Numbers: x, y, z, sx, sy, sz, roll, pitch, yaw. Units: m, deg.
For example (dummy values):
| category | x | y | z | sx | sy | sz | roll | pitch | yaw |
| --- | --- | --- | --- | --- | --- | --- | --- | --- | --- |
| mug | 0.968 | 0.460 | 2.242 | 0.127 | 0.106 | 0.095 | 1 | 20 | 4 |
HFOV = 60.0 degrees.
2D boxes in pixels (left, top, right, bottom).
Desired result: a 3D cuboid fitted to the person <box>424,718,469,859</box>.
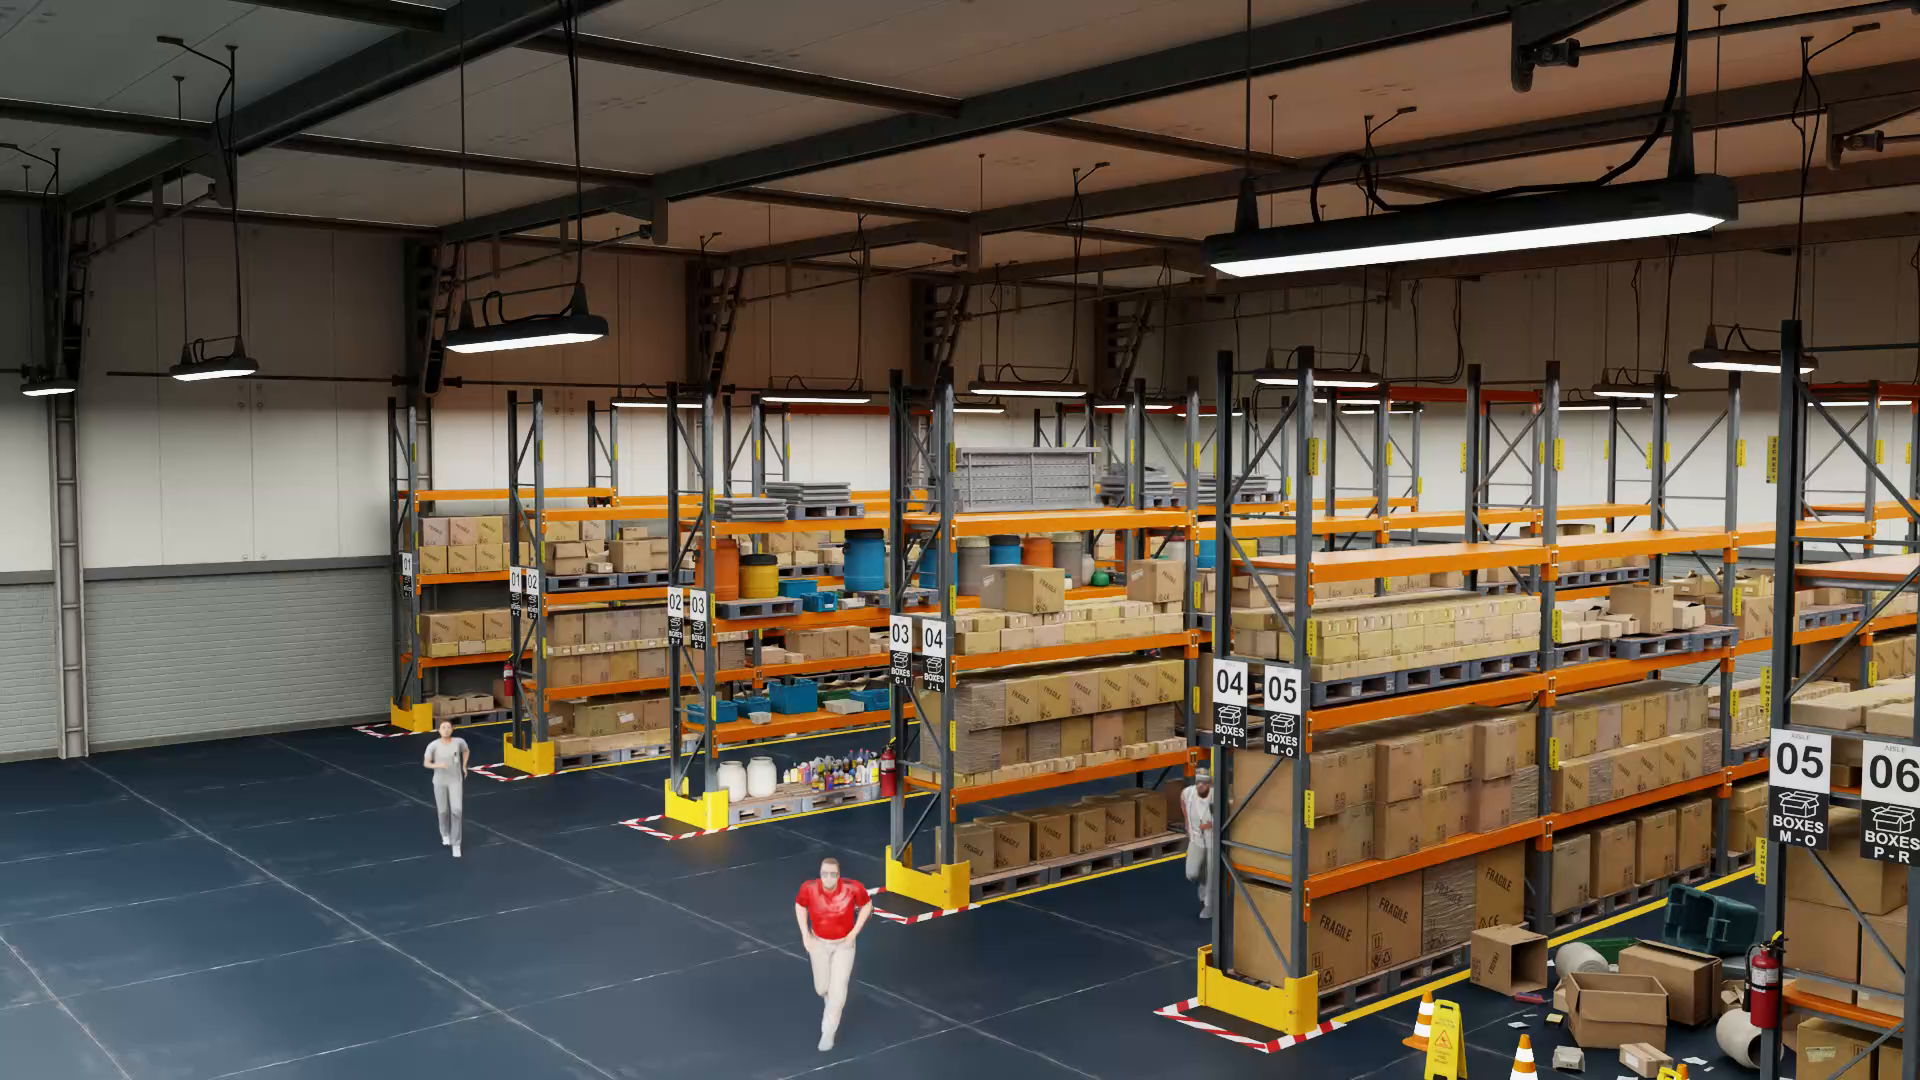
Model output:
| category | x | y | z | sx | sy | sz | roll | pitch | yaw |
| --- | --- | --- | --- | --- | --- | --- | --- | --- | --- |
| person | -6.471 | 3.096 | 20.985 | 0.551 | 1.718 | 0.796 | -1 | 3 | -18 |

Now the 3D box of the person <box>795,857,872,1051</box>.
| category | x | y | z | sx | sy | sz | roll | pitch | yaw |
| --- | --- | --- | --- | --- | --- | --- | --- | --- | --- |
| person | -1.094 | 3.519 | 14.461 | 0.664 | 1.686 | 0.883 | 0 | 3 | -3 |

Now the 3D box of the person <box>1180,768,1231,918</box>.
| category | x | y | z | sx | sy | sz | roll | pitch | yaw |
| --- | --- | --- | --- | --- | --- | --- | --- | --- | --- |
| person | 2.642 | 3.271 | 17.984 | 0.648 | 1.696 | 0.735 | 1 | 4 | 22 |
